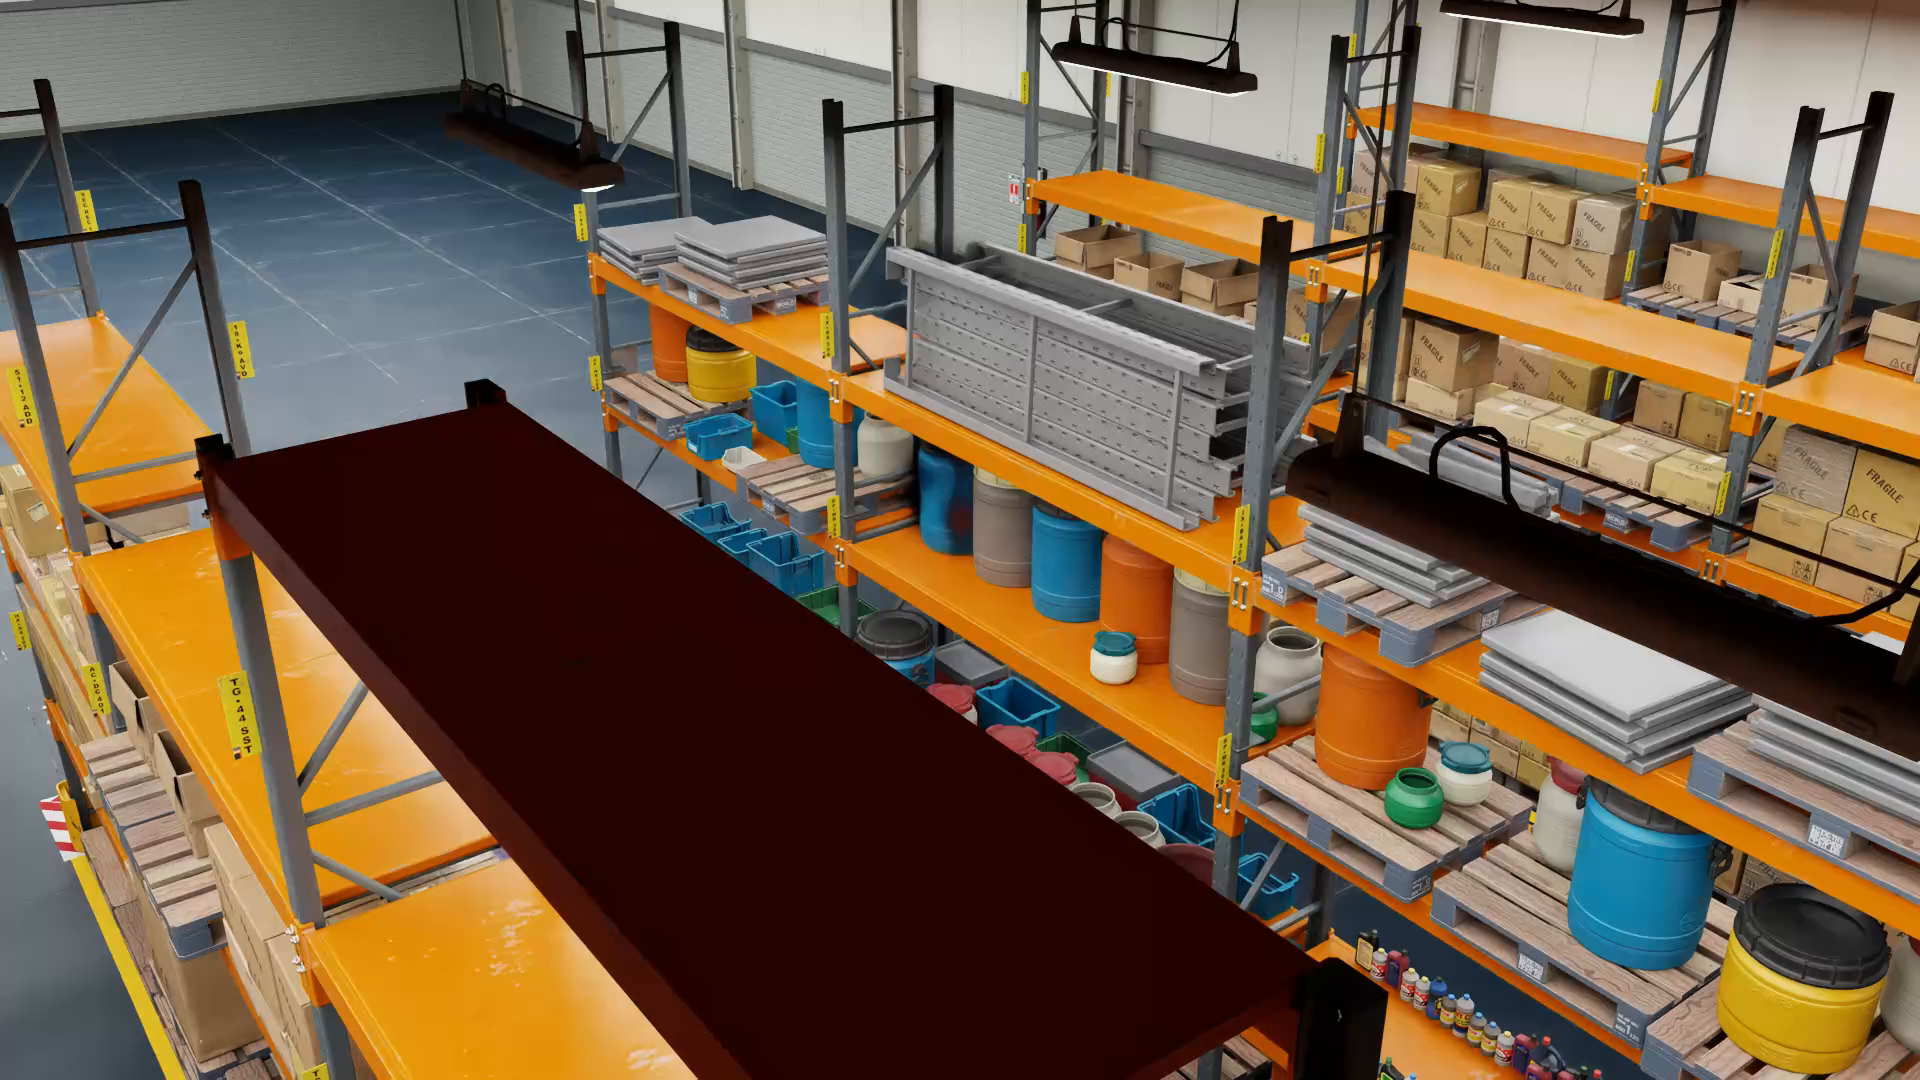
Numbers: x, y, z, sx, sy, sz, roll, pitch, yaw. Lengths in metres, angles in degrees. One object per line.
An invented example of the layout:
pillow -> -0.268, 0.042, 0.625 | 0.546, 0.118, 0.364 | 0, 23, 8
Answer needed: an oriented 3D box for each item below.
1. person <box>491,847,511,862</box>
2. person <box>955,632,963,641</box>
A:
person -> -3.087, 2.577, 11.526 | 0.660, 1.603, 0.540 | -5, 25, -11
person -> 0.252, 1.064, 14.888 | 0.935, 1.536, 0.679 | 21, 32, 38
